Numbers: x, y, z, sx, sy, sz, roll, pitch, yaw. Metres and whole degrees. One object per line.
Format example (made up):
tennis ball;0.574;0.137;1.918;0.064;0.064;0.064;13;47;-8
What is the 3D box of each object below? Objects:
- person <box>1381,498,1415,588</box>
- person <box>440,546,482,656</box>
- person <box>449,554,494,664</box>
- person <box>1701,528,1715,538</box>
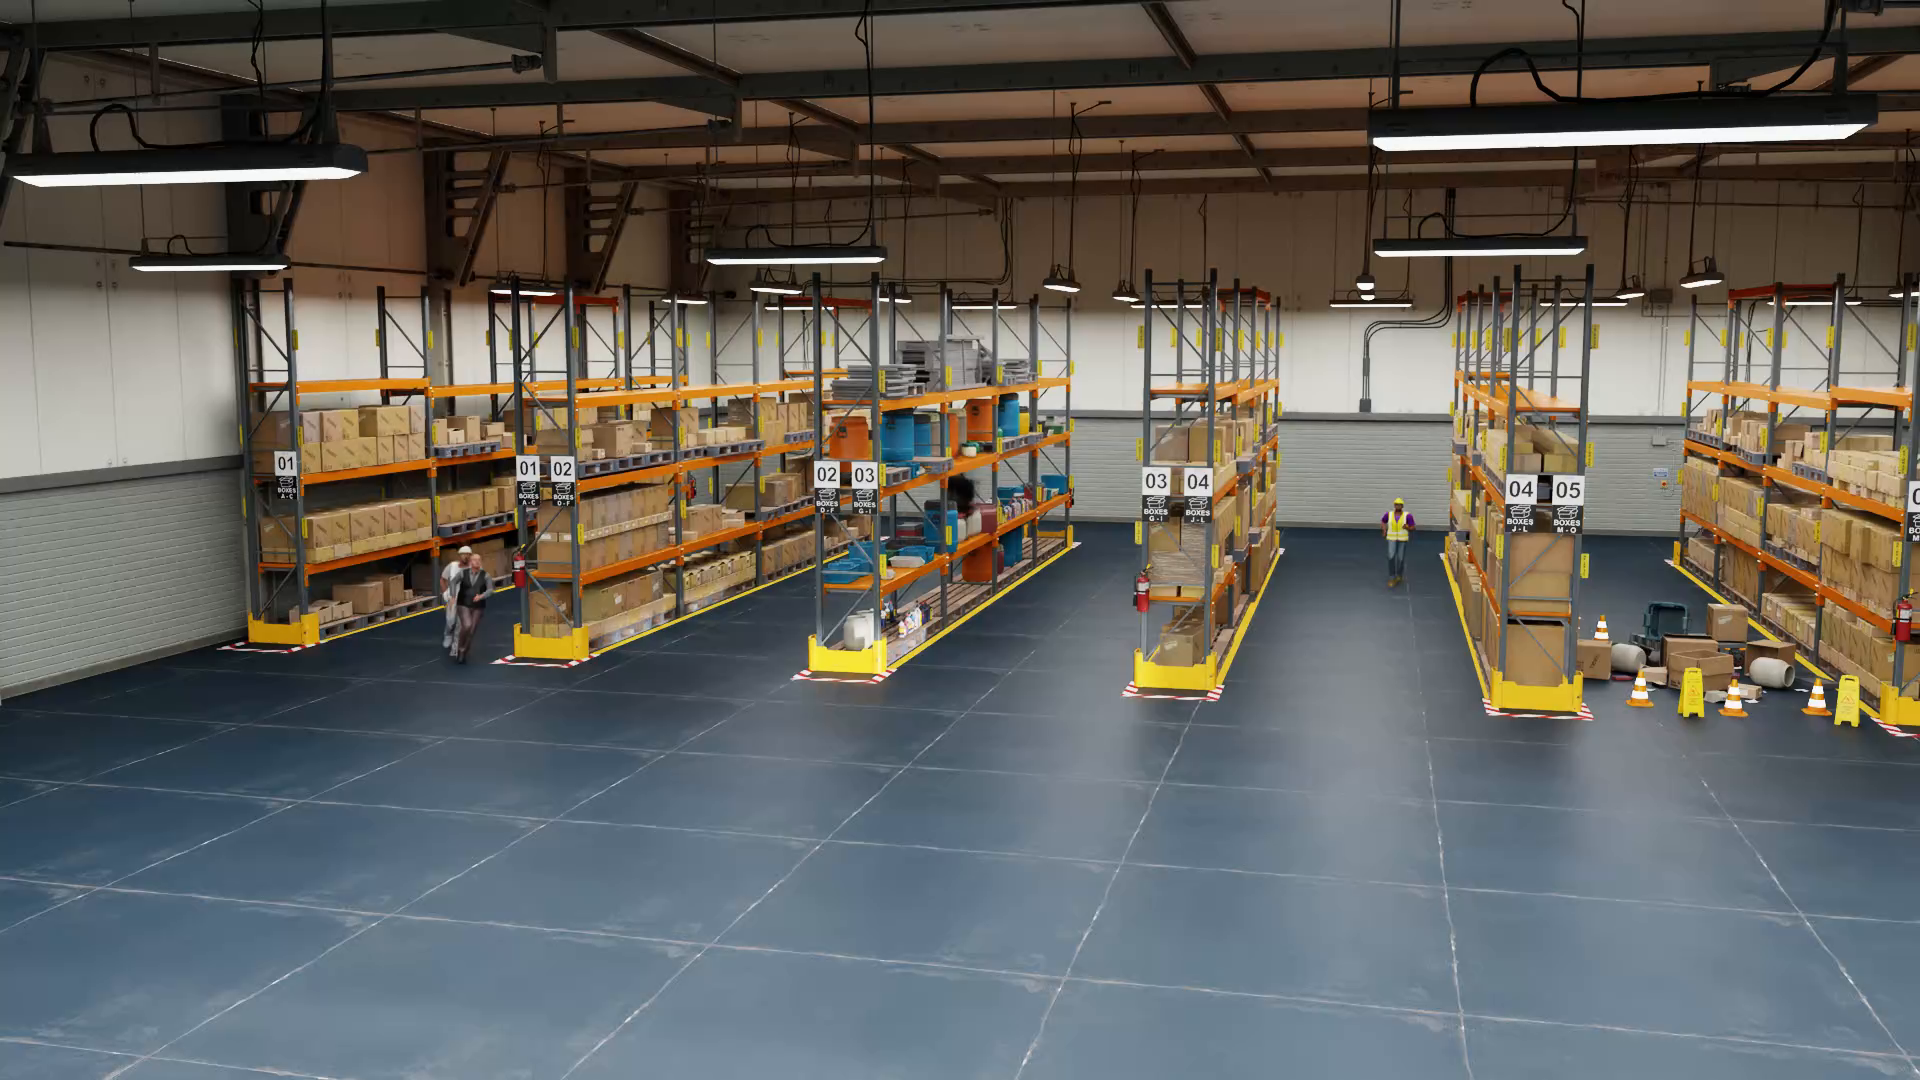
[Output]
person;8.947;0.051;34.015;0.674;1.824;0.732;2;7;15
person;-7.951;0.955;26.648;0.718;1.727;0.665;-2;7;-16
person;-7.580;1.056;25.870;0.643;1.661;0.682;-3;8;-24
person;17.286;-0.396;38.145;0.574;1.631;0.687;-6;9;-41
